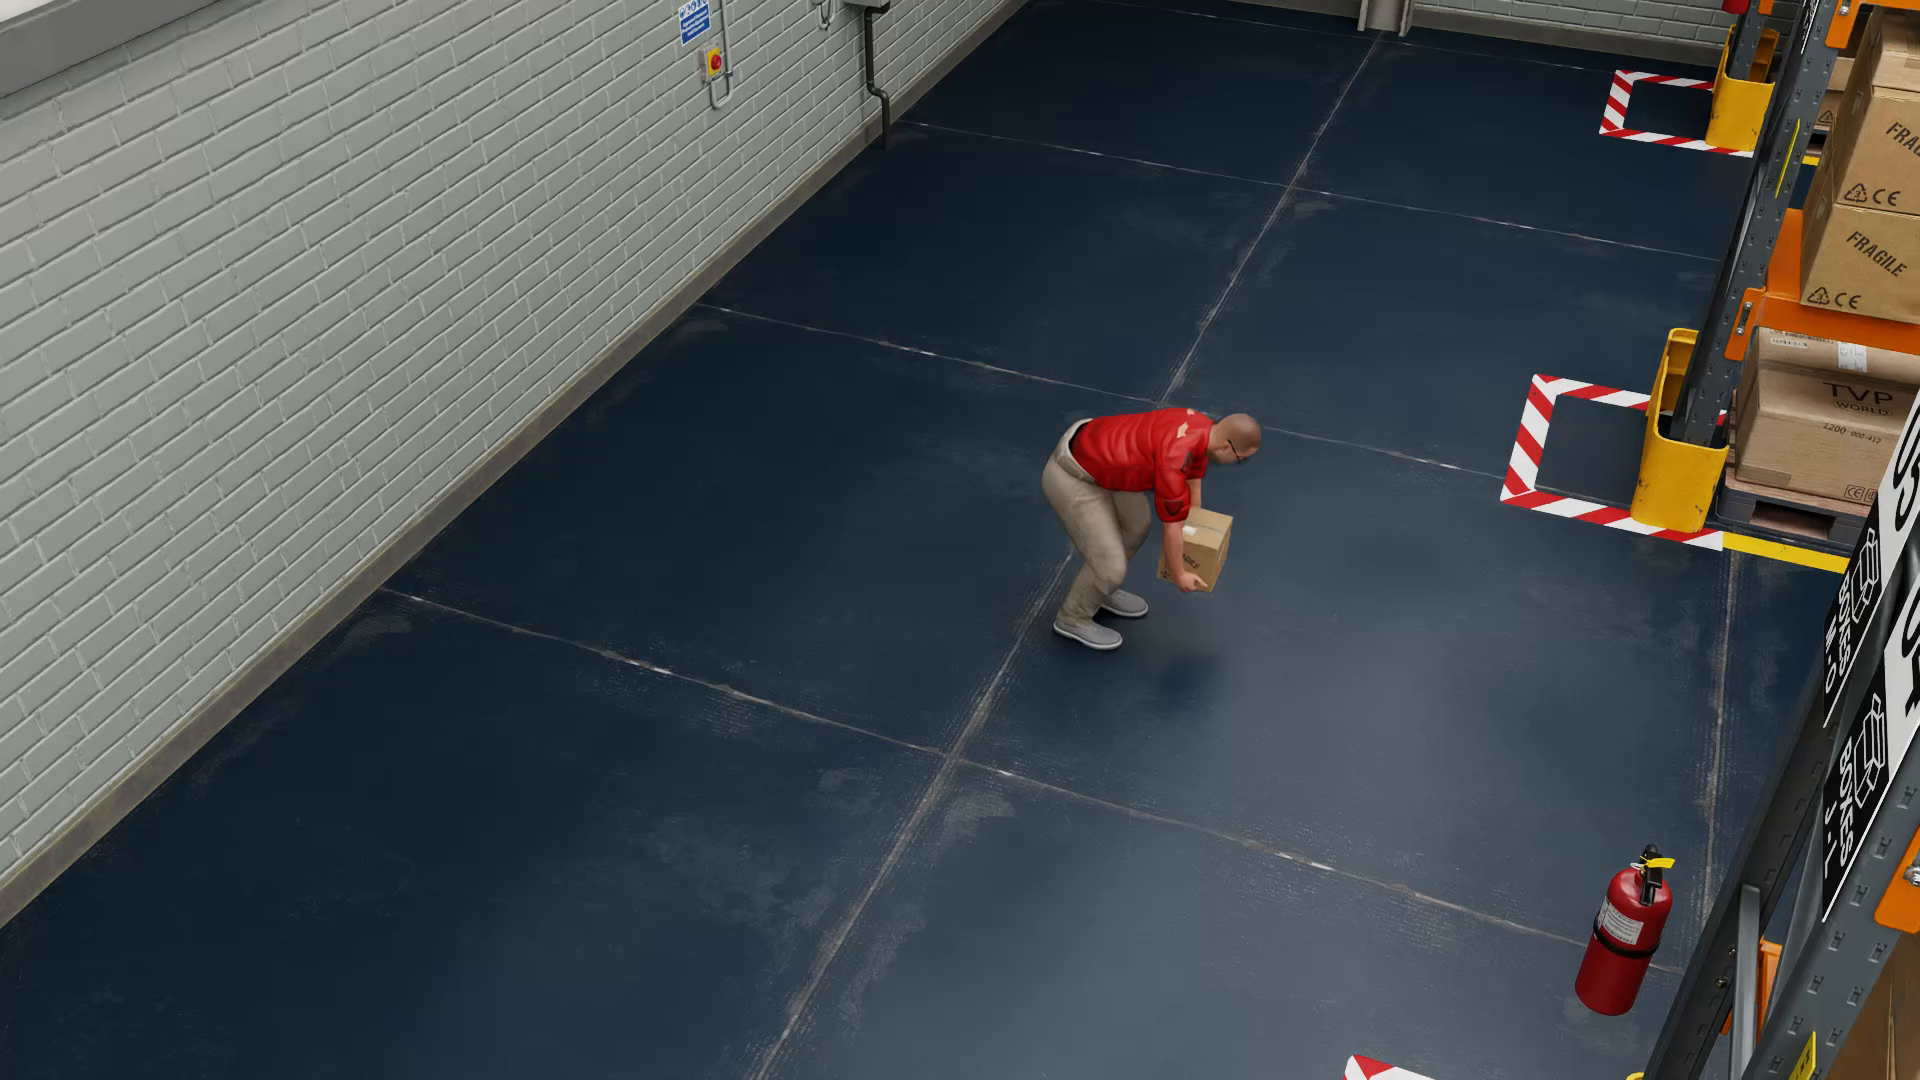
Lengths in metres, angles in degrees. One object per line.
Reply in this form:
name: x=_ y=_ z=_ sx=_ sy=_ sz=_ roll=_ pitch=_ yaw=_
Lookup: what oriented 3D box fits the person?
person: x=0.818 y=-0.081 z=7.344 sx=0.915 sy=1.243 sz=0.499 roll=13 pitch=39 yaw=16
